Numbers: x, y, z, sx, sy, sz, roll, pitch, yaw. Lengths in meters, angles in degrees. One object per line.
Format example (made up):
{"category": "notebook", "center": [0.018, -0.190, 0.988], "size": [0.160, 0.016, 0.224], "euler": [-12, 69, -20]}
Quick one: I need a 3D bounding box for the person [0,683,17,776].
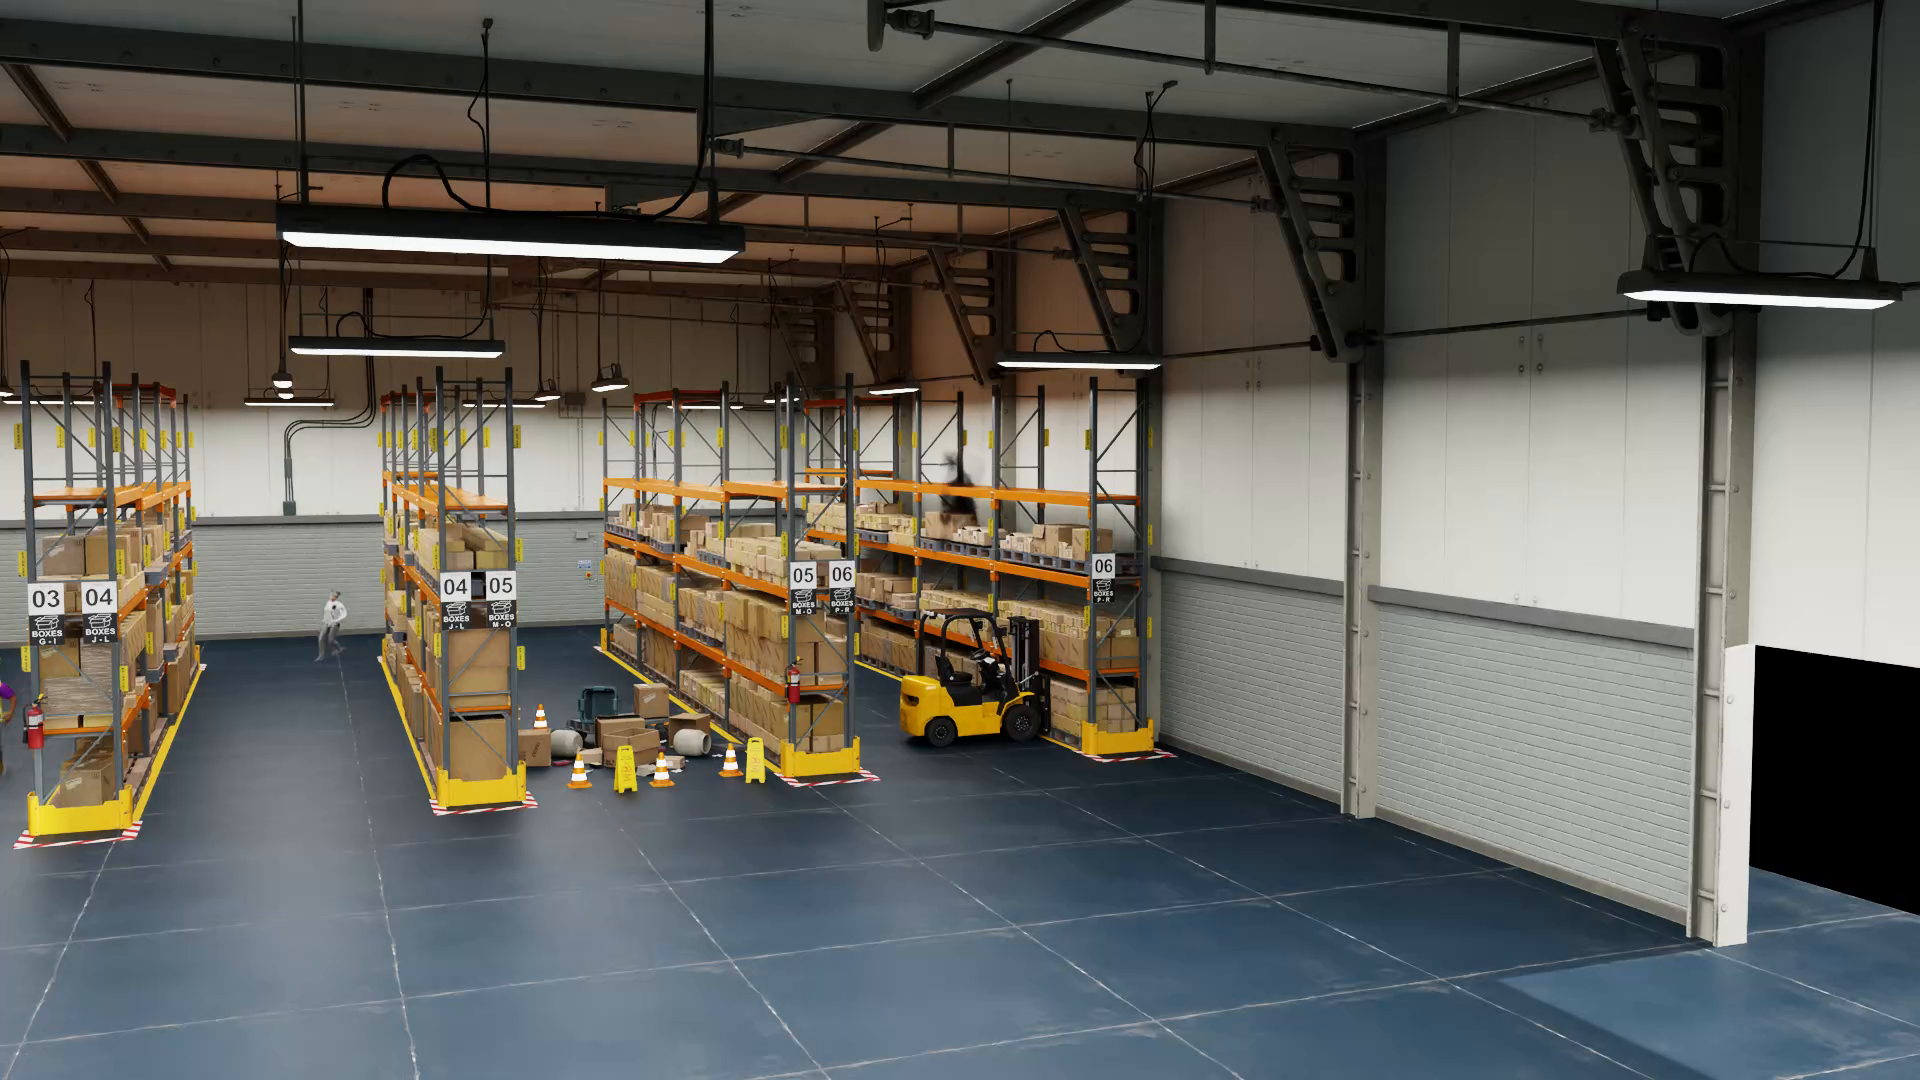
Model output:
{"category": "person", "center": [-14.193, 2.674, 24.206], "size": [0.756, 1.730, 0.558], "euler": [-1, 4, -20]}

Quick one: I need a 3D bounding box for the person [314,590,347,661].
{"category": "person", "center": [-14.230, 1.944, 37.888], "size": [0.698, 1.655, 0.731], "euler": [1, 4, 23]}

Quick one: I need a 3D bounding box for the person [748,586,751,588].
{"category": "person", "center": [-4.828, 1.876, 37.685], "size": [0.699, 1.726, 0.691], "euler": [-2, 4, -36]}
